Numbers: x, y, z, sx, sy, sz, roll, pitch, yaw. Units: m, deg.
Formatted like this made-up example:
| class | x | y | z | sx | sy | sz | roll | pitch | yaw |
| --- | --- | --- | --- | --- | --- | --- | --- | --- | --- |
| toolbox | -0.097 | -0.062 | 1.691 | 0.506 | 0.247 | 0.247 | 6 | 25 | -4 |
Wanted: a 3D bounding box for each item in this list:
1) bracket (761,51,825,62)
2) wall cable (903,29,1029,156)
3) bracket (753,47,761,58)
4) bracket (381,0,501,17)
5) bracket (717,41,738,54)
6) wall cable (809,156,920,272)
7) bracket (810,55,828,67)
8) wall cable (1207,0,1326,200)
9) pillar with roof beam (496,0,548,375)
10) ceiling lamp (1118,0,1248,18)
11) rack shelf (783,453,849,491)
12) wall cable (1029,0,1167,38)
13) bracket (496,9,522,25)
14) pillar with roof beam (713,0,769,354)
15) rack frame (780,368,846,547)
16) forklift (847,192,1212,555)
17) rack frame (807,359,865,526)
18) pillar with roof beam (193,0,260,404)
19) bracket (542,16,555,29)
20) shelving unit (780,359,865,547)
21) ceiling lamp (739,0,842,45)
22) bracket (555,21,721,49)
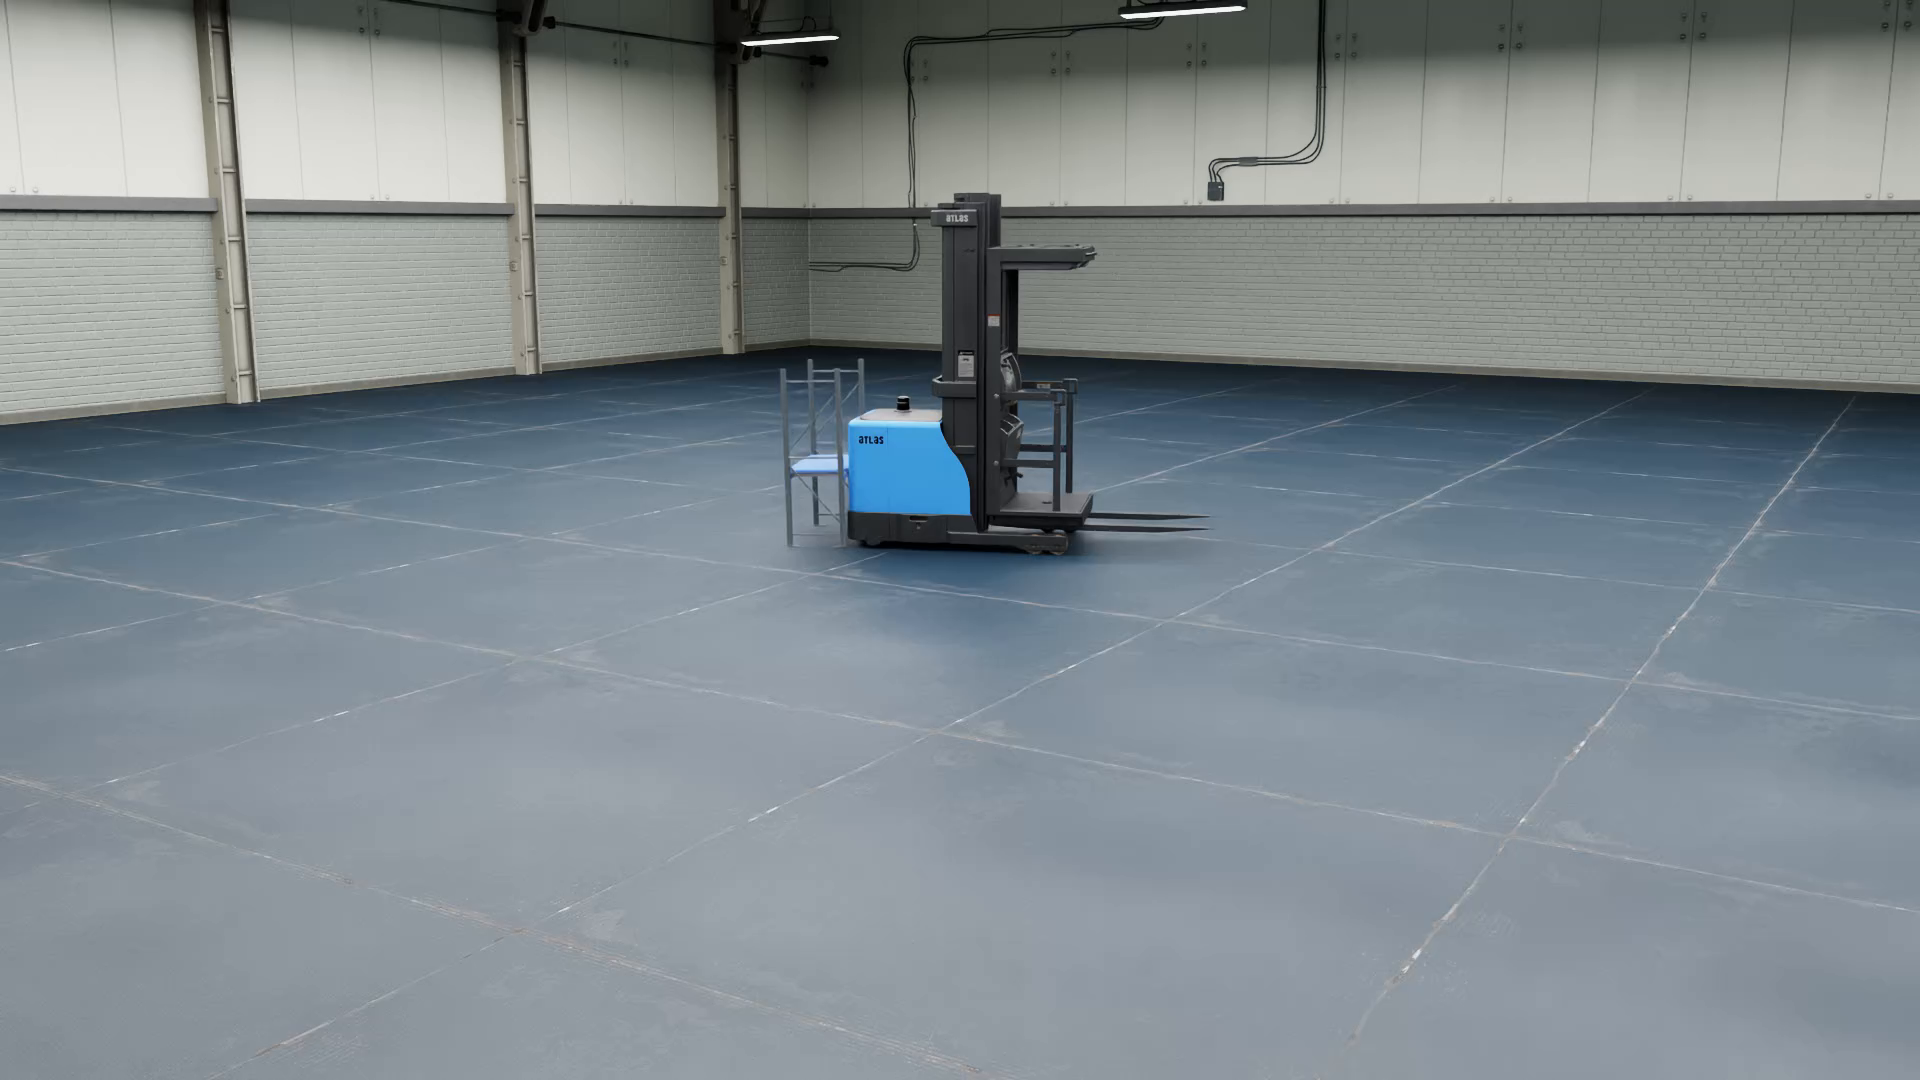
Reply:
| class | x | y | z | sx | sy | sz | roll | pitch | yaw |
| --- | --- | --- | --- | --- | --- | --- | --- | --- | --- |
| bracket | -3.443 | -10.529 | 36.372 | 0.076 | 0.066 | 3.189 | 6 | 12 | 31 |
| wall cable | 0.086 | -9.483 | 35.281 | 3.097 | 2.526 | 0.112 | 6 | 12 | 31 |
| bracket | -4.367 | -10.249 | 34.877 | 0.235 | 0.232 | 0.430 | 6 | 12 | 31 |
| bracket | -9.251 | -8.770 | 26.975 | 0.076 | 0.066 | 4.783 | 6 | 12 | 31 |
| bracket | -4.798 | -10.118 | 34.180 | 0.235 | 0.232 | 0.430 | 6 | 12 | 31 |
| wall cable | -2.226 | -7.259 | 37.127 | 3.097 | 2.526 | 0.112 | 6 | 12 | 31 |
| bracket | -3.137 | -10.622 | 36.868 | 0.235 | 0.232 | 0.430 | 6 | 12 | 31 |
| wall cable | 5.879 | -9.547 | 31.670 | 2.305 | 6.003 | 0.169 | 6 | 12 | 31 |
| pillar with roof beam | -4.322 | -7.093 | 27.804 | 9.100 | 9.000 | 0.548 | 6 | 12 | 31 |
| ceiling lamp | 3.483 | -9.550 | 25.063 | 2.000 | 3.185 | 0.800 | 6 | 12 | 31 |
| rack shelf | -1.153 | -0.597 | 14.425 | 0.538 | 0.185 | 1.000 | 0 | 11 | 8 |
| wall cable | 2.731 | -11.423 | 33.284 | 3.097 | 2.526 | 0.112 | 6 | 12 | 31 |
| bracket | -7.913 | -9.175 | 29.140 | 0.235 | 0.232 | 0.430 | 6 | 12 | 31 |
| pillar with roof beam | -1.207 | -8.037 | 32.844 | 9.100 | 9.000 | 0.548 | 6 | 12 | 31 |
| rack frame | -1.224 | -0.681 | 13.897 | 0.500 | 1.500 | 0.032 | 0 | 11 | 8 |
| forklift | 0.616 | -1.421 | 13.996 | 3.031 | 2.935 | 1.130 | 2 | 11 | 9 |
| rack frame | -1.089 | -0.866 | 14.887 | 0.500 | 1.500 | 0.032 | 0 | 11 | 8 |
| pillar with roof beam | -7.437 | -6.150 | 22.763 | 9.100 | 9.000 | 0.400 | 6 | 12 | 31 |
| bracket | -7.482 | -9.305 | 29.837 | 0.235 | 0.232 | 0.430 | 6 | 12 | 31 |
| shelving unit | -1.157 | -0.773 | 14.392 | 0.538 | 1.500 | 1.048 | 0 | 11 | 8 |
| ceiling lamp | -2.833 | -10.256 | 28.834 | 2.000 | 3.185 | 0.800 | 6 | 12 | 31 |
| bracket | -6.136 | -9.713 | 32.016 | 0.076 | 0.066 | 4.783 | 6 | 12 | 31 |
